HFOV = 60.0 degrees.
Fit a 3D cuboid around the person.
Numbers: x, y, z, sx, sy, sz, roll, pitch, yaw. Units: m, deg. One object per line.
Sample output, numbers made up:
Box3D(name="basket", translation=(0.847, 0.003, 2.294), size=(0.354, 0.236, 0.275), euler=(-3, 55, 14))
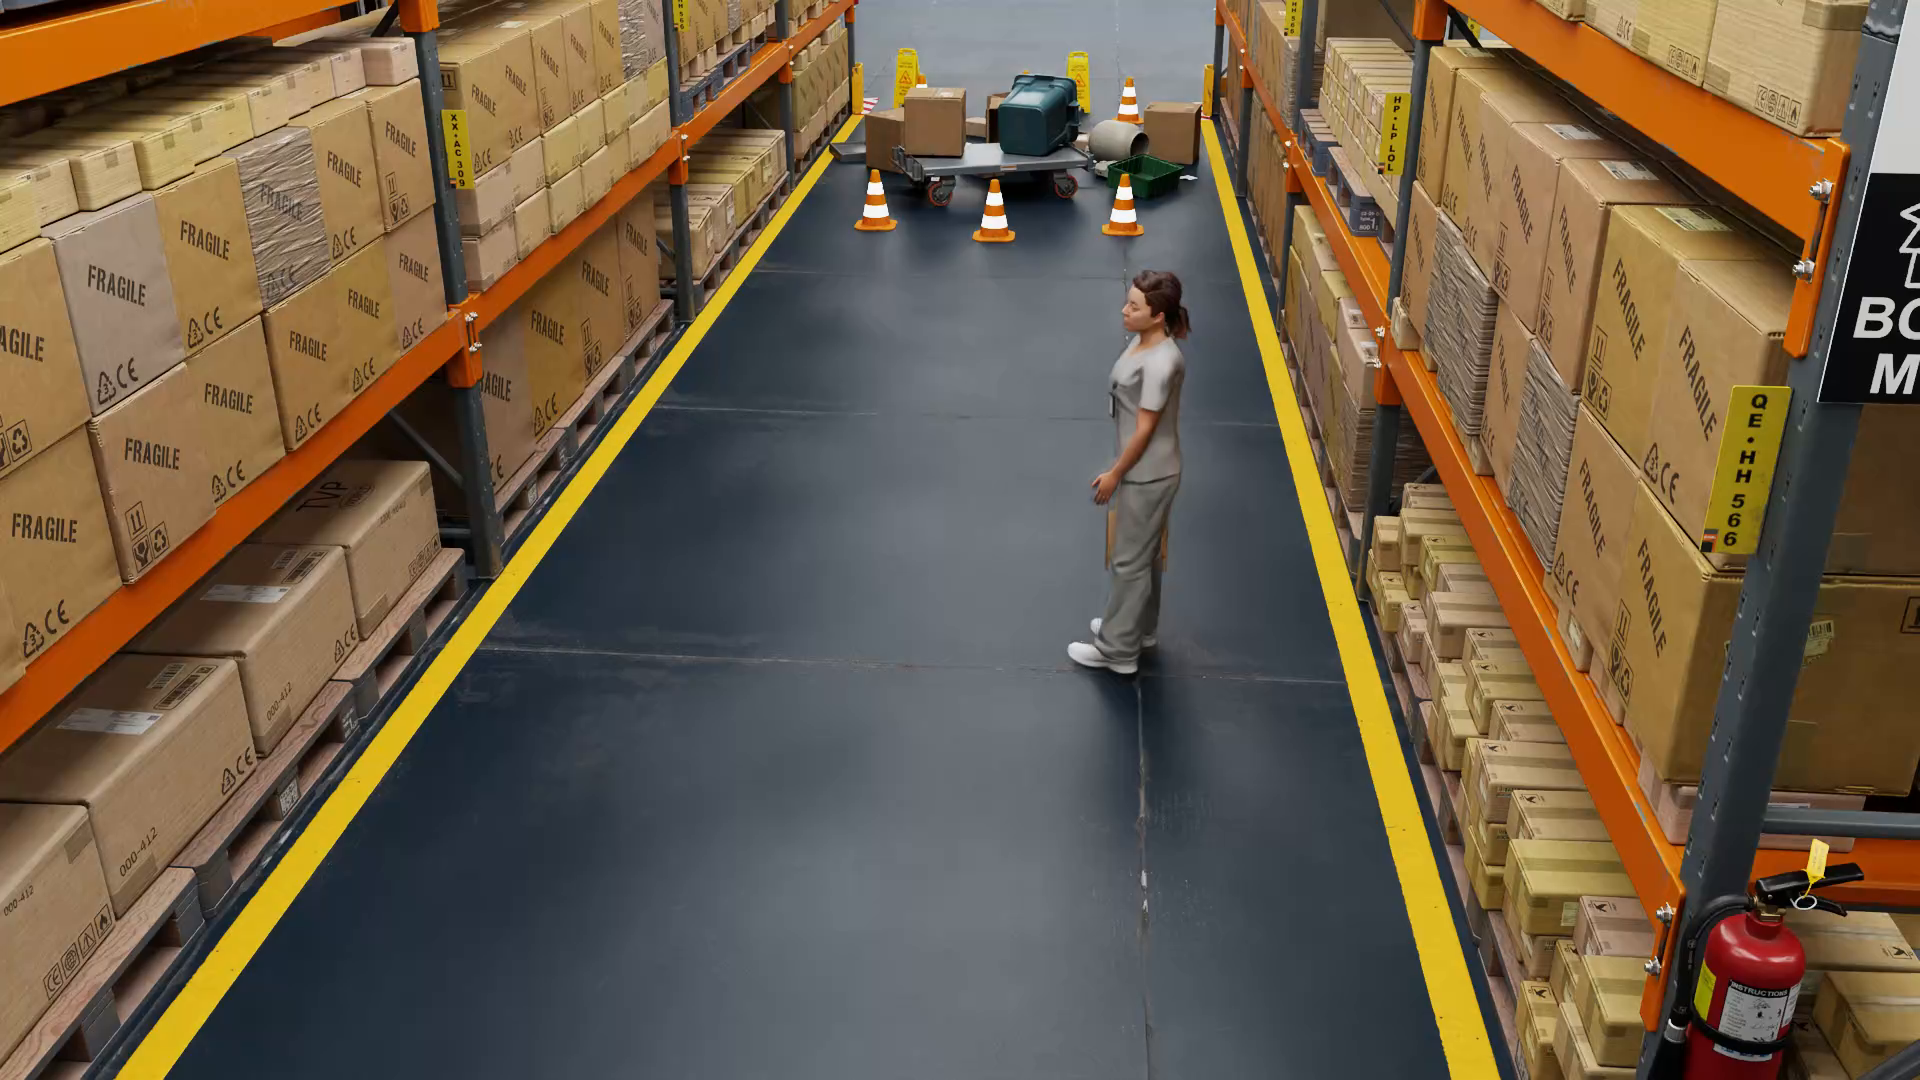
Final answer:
Box3D(name="person", translation=(0.673, -0.277, 6.657), size=(0.452, 1.684, 0.511), euler=(0, 25, 1))
